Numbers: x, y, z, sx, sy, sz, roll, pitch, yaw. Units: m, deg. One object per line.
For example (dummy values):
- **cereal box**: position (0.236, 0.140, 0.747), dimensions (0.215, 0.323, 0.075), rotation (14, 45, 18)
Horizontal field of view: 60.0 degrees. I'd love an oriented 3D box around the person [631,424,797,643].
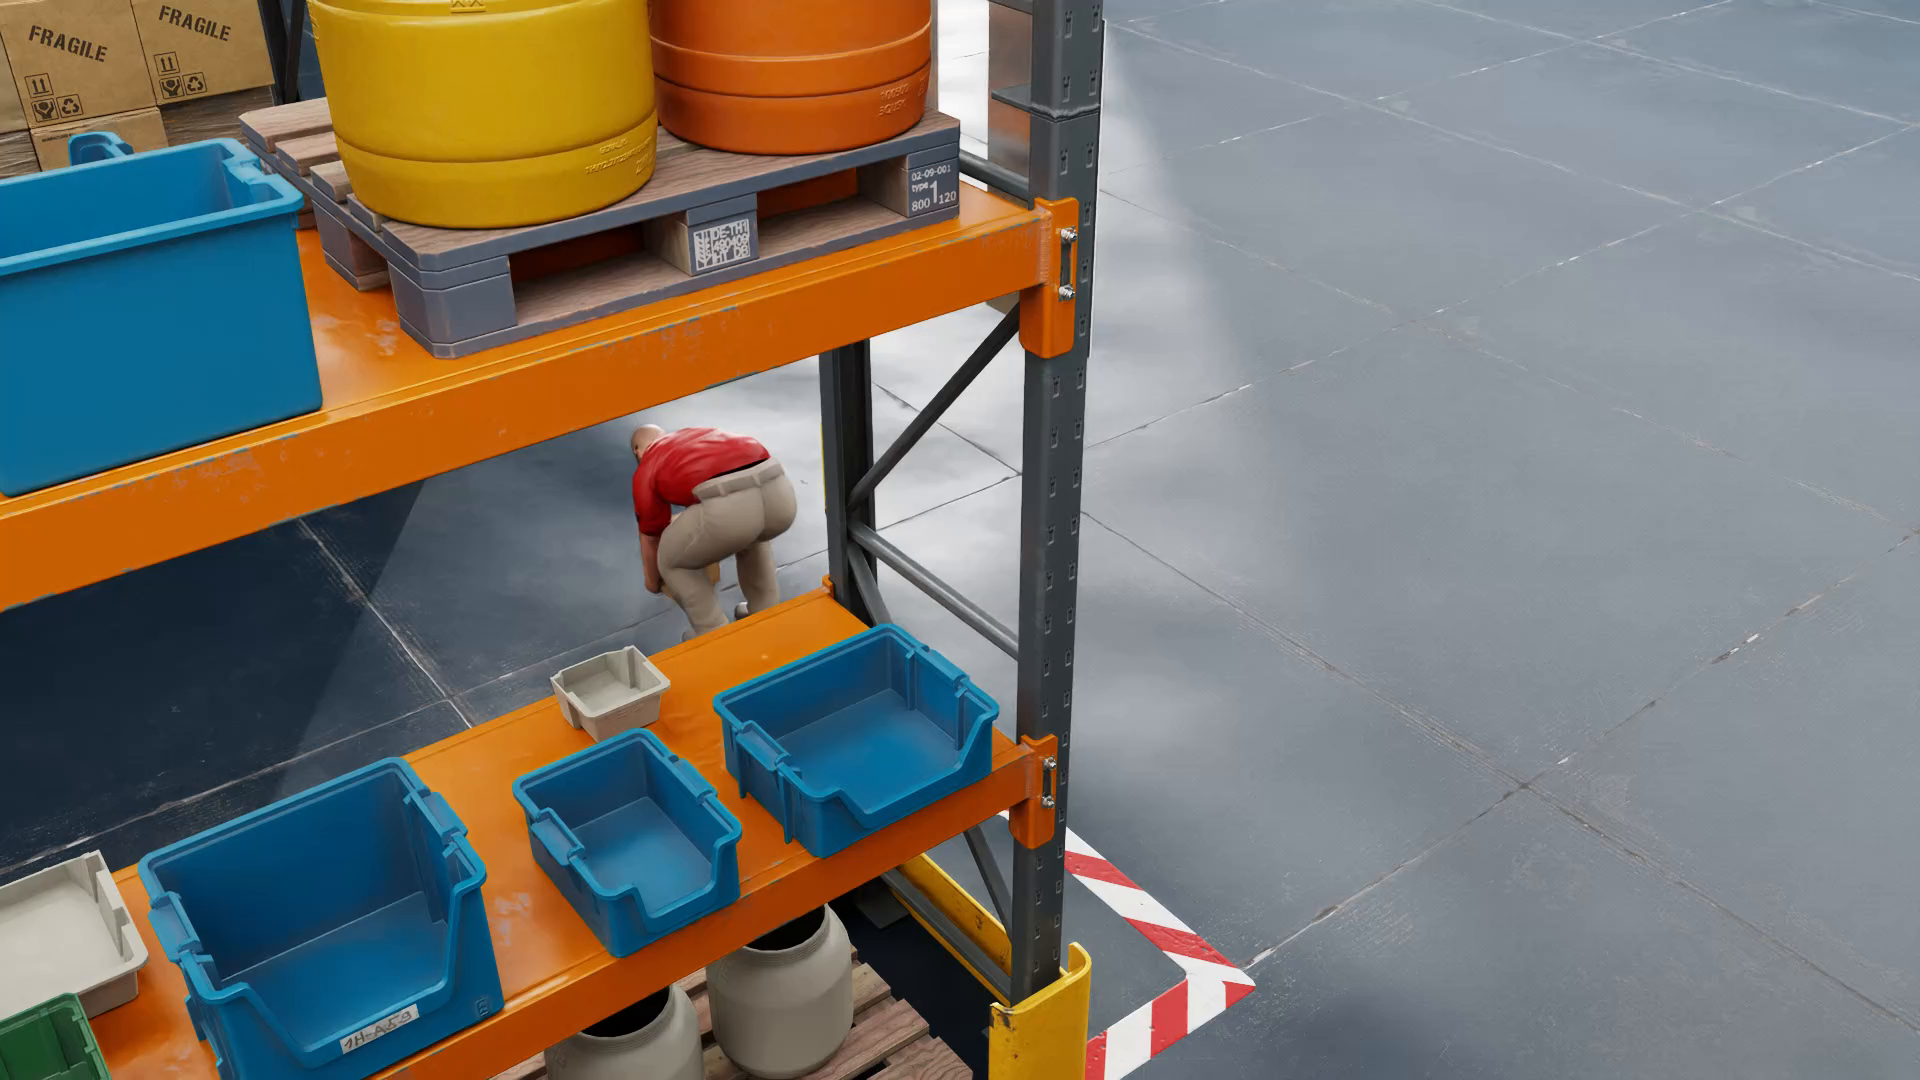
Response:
- **person**: position (-1.063, -0.036, 6.934), dimensions (0.524, 0.962, 0.957), rotation (-24, 39, -33)
